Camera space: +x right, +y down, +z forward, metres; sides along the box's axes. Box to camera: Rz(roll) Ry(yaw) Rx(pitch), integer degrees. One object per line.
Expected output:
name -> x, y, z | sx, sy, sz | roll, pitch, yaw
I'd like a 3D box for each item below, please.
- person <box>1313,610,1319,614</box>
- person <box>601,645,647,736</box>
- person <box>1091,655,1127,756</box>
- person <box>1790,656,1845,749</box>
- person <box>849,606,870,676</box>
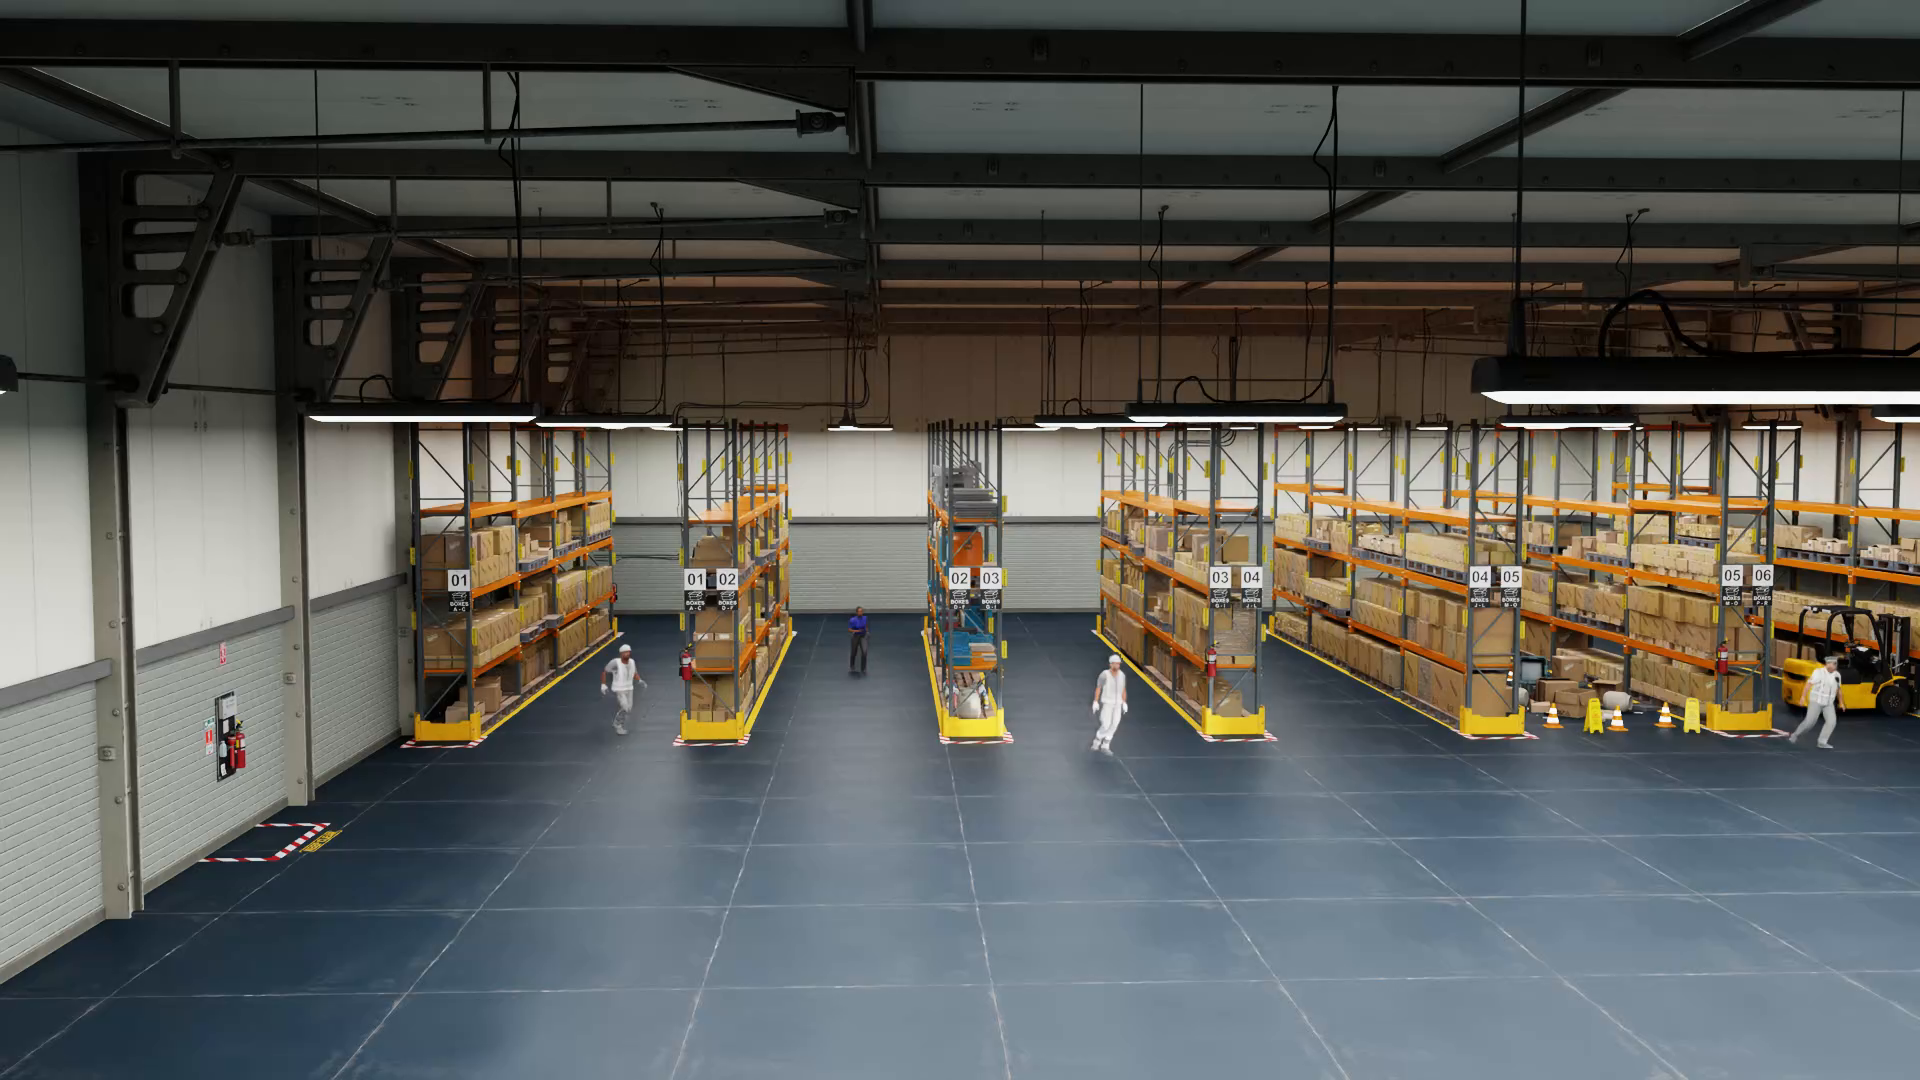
person -> 10.837, 1.637, 49.804 | 0.945, 1.750, 0.705 | -1, 4, -22
person -> -6.333, 2.838, 31.414 | 0.717, 1.720, 0.672 | 3, 5, 41
person -> 2.649, 2.937, 29.604 | 0.648, 1.799, 0.468 | -2, 4, -31
person -> 15.637, 2.927, 30.335 | 0.745, 1.700, 0.728 | -1, 4, -13
person -> -2.411, 2.380, 39.639 | 0.575, 1.633, 0.955 | -1, 4, -17
